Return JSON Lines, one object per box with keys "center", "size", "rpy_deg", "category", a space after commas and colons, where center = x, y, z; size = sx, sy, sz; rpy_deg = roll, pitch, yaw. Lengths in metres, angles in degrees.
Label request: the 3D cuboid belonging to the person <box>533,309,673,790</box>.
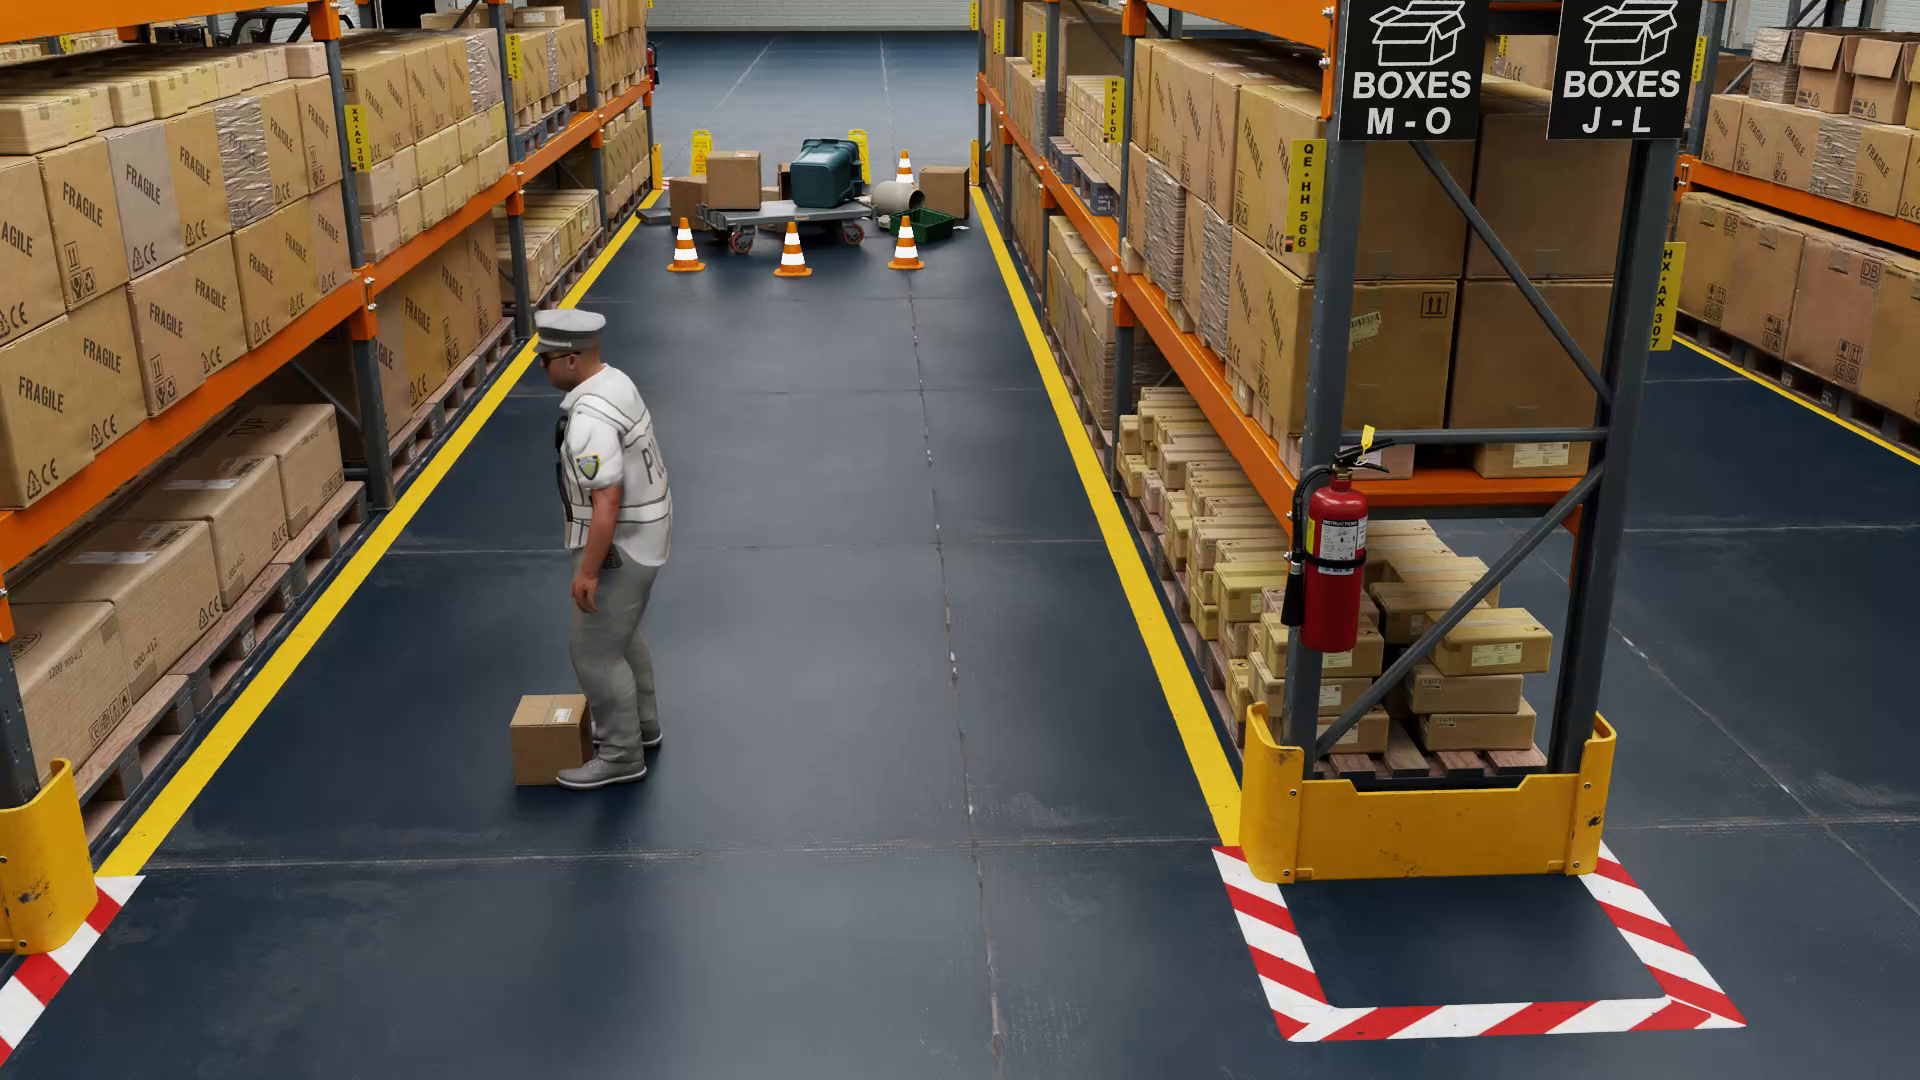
{"center": [-1.266, 0.033, 5.975], "size": [0.465, 1.748, 0.584], "rpy_deg": [-1, 20, -3], "category": "person"}
